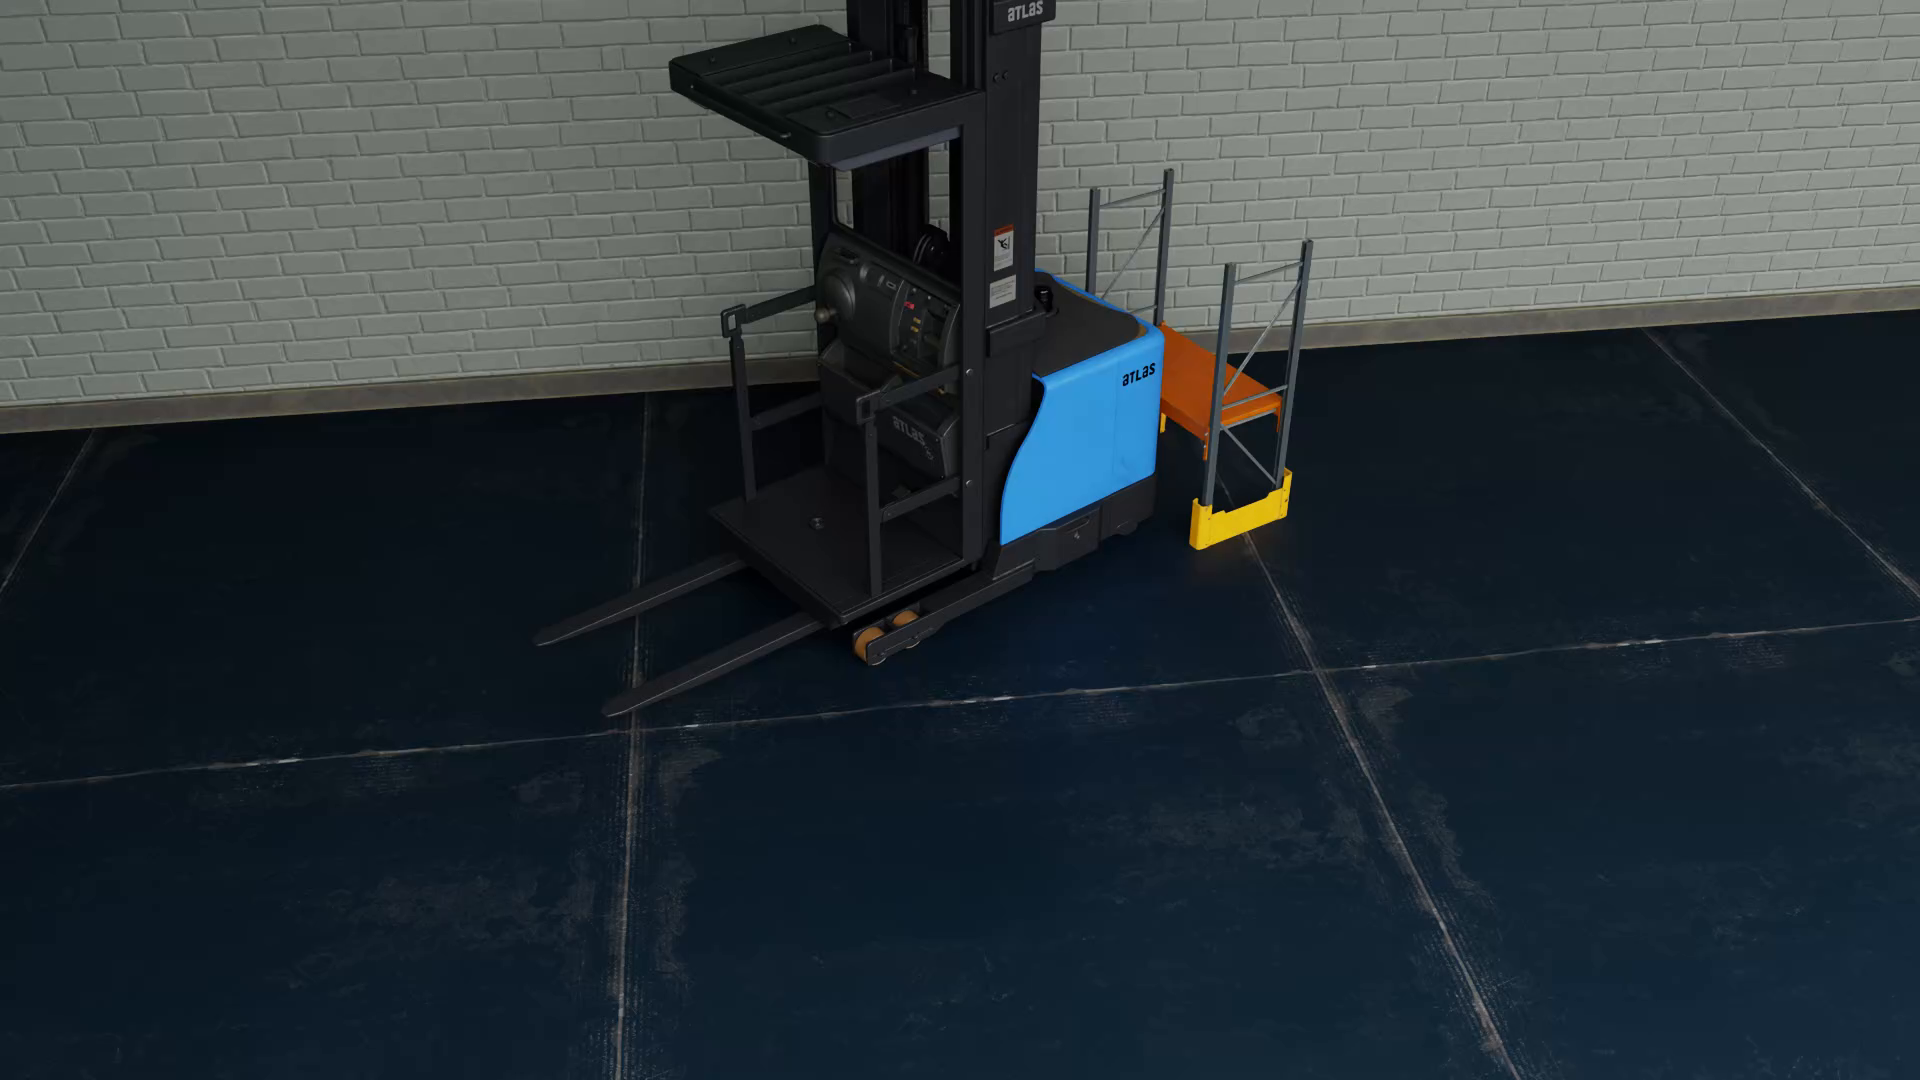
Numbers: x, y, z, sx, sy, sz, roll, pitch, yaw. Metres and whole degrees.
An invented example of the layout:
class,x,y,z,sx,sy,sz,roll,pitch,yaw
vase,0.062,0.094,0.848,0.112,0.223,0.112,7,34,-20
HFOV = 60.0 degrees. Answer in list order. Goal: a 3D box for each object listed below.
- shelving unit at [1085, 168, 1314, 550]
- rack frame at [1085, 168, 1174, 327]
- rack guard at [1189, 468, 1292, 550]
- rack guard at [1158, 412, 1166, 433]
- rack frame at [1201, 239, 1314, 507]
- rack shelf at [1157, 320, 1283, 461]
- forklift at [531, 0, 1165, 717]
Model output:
class,x,y,z,sx,sy,sz,roll,pitch,yaw
shelving unit,1.128,-0.912,8.257,0.587,1.500,1.083,-20,39,-26
rack frame,0.851,-1.159,8.618,0.500,1.500,0.032,-20,39,-26
rack guard,1.395,-0.159,8.262,0.587,0.250,0.087,-20,39,-26
rack guard,0.862,-0.633,8.957,0.587,0.250,0.087,-20,39,-26
rack frame,1.396,-0.675,7.909,0.500,1.500,0.032,-20,39,-26
rack shelf,1.123,-0.768,8.365,0.538,0.185,1.000,-20,39,-26
forklift,-0.482,-0.989,7.099,3.031,2.935,1.130,-25,41,-32
